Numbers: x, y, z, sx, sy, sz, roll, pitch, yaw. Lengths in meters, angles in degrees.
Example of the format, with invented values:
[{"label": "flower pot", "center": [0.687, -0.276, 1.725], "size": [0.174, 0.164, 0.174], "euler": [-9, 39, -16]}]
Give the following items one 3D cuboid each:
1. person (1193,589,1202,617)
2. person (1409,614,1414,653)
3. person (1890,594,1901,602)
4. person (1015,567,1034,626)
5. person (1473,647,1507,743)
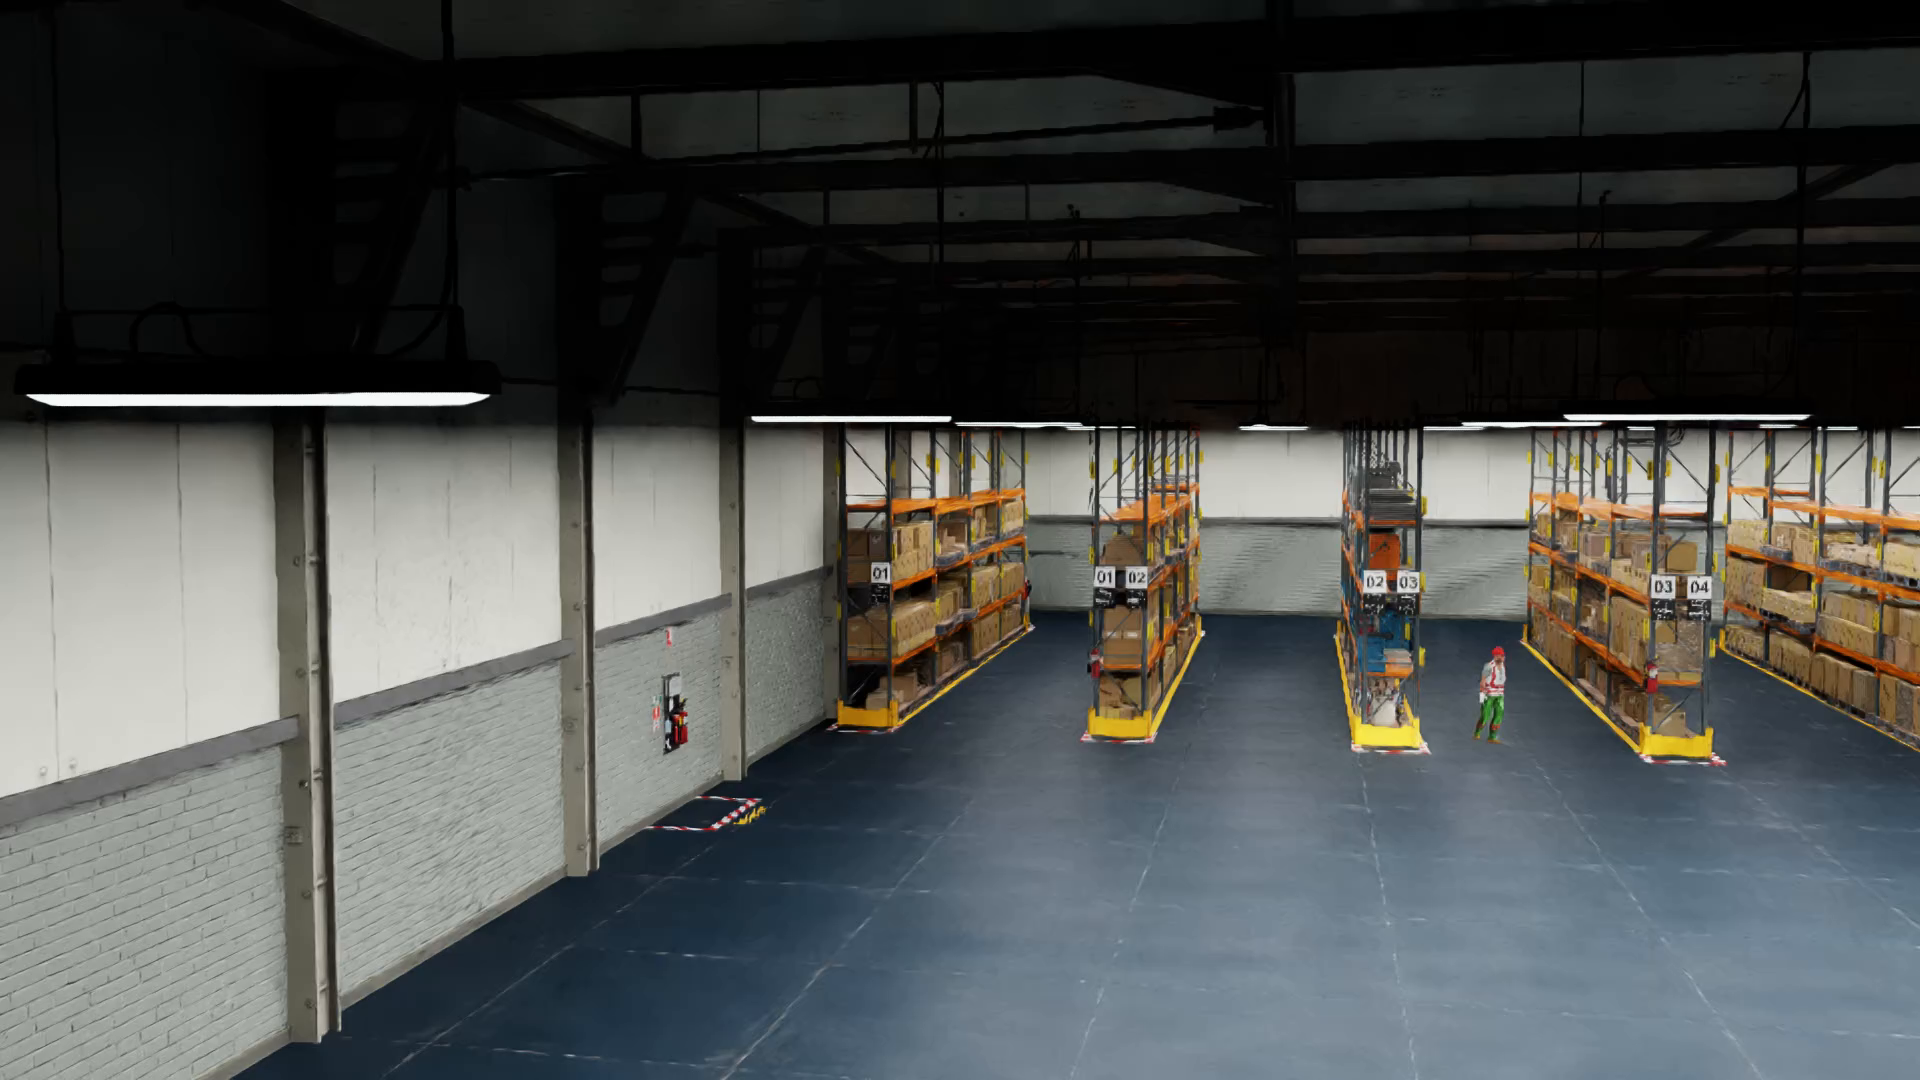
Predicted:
[{"label": "person", "center": [7.045, 1.546, 51.244], "size": [0.708, 1.703, 0.843], "euler": [0, 4, -5]}, {"label": "person", "center": [11.466, 2.149, 43.014], "size": [0.584, 1.561, 0.659], "euler": [-2, 4, -27]}, {"label": "person", "center": [23.933, 2.125, 42.550], "size": [0.490, 1.667, 0.582], "euler": [0, 4, 4]}, {"label": "person", "center": [1.842, 1.656, 49.072], "size": [0.583, 1.760, 0.516], "euler": [-3, 5, -43]}, {"label": "person", "center": [9.796, 2.846, 30.714], "size": [0.583, 1.776, 0.574], "euler": [-2, 4, -23]}]
